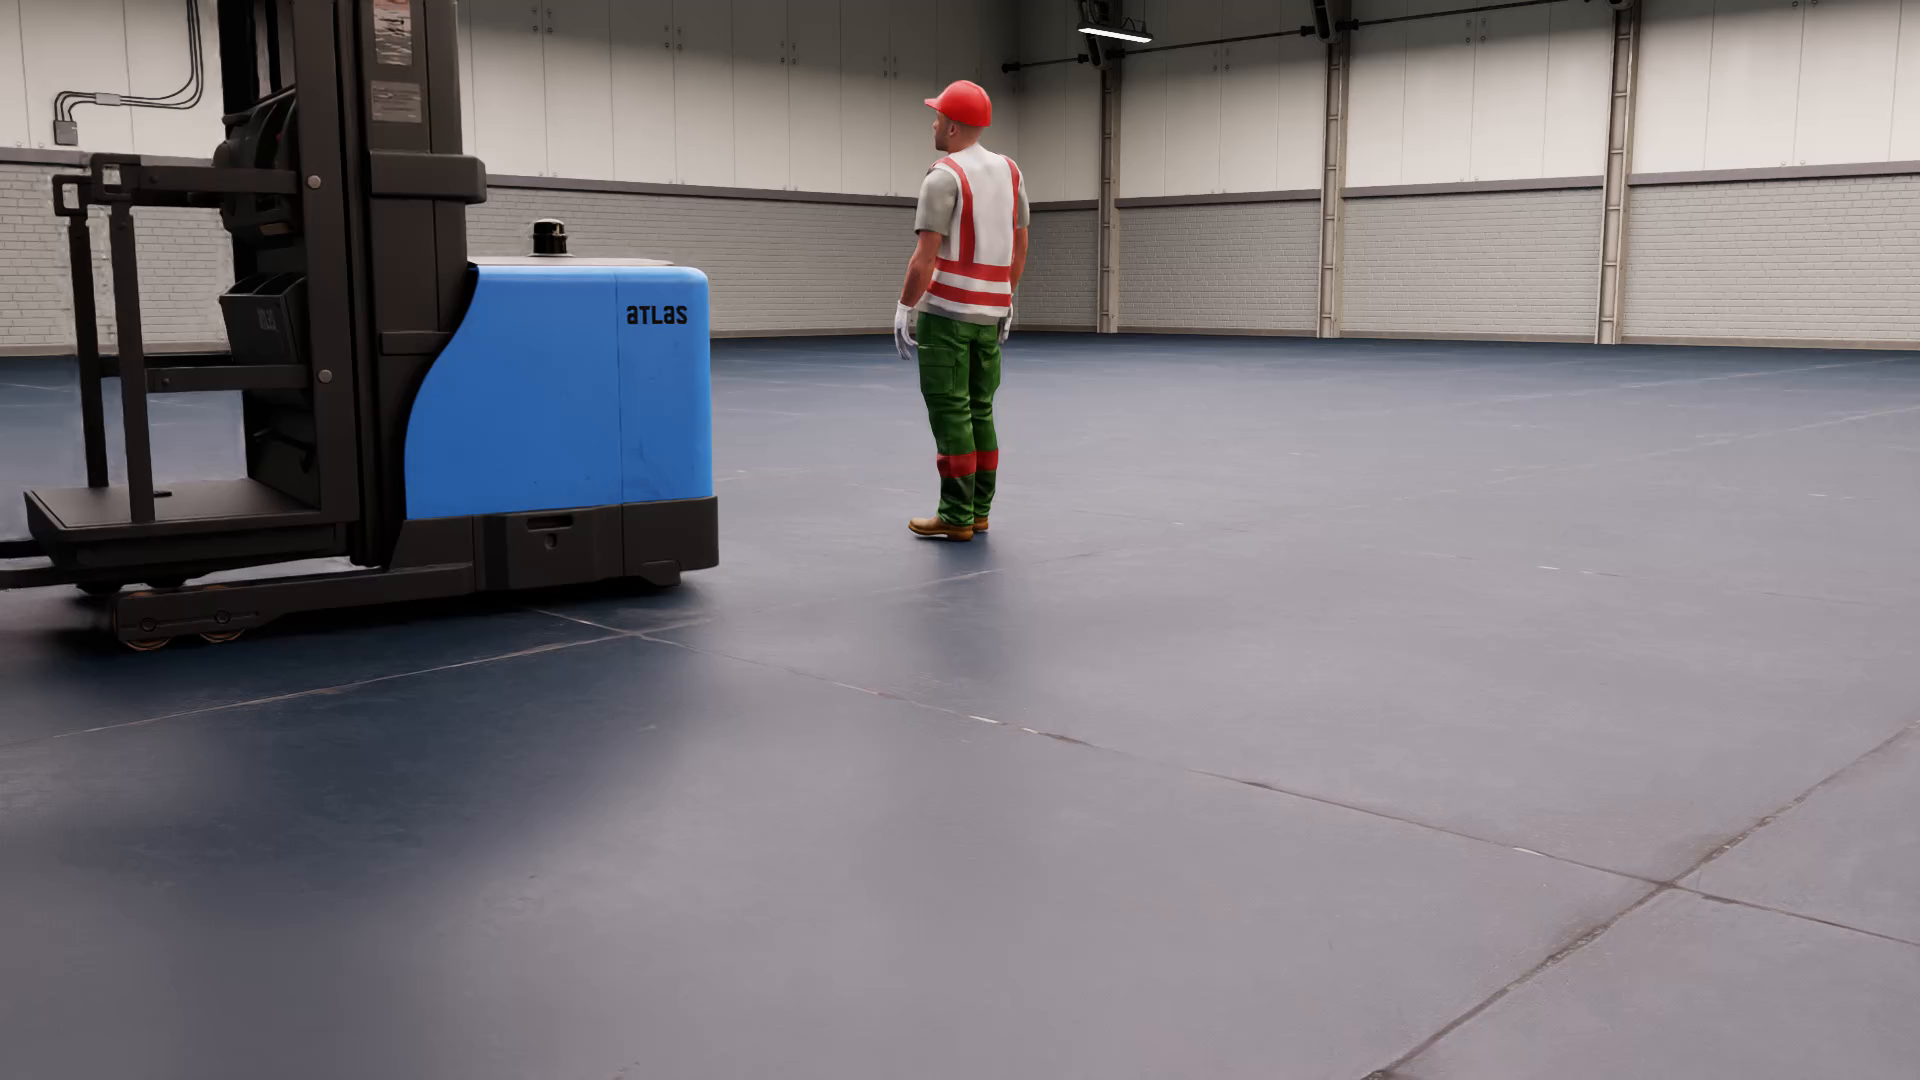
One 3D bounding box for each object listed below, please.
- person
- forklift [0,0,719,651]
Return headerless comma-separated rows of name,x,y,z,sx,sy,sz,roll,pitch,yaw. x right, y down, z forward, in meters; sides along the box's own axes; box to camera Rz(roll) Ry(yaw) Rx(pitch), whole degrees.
person,-0.049,-0.901,6.646,0.564,1.787,0.638,8,12,43
forklift,-2.333,-1.228,5.029,3.031,2.935,1.130,-6,10,-33
